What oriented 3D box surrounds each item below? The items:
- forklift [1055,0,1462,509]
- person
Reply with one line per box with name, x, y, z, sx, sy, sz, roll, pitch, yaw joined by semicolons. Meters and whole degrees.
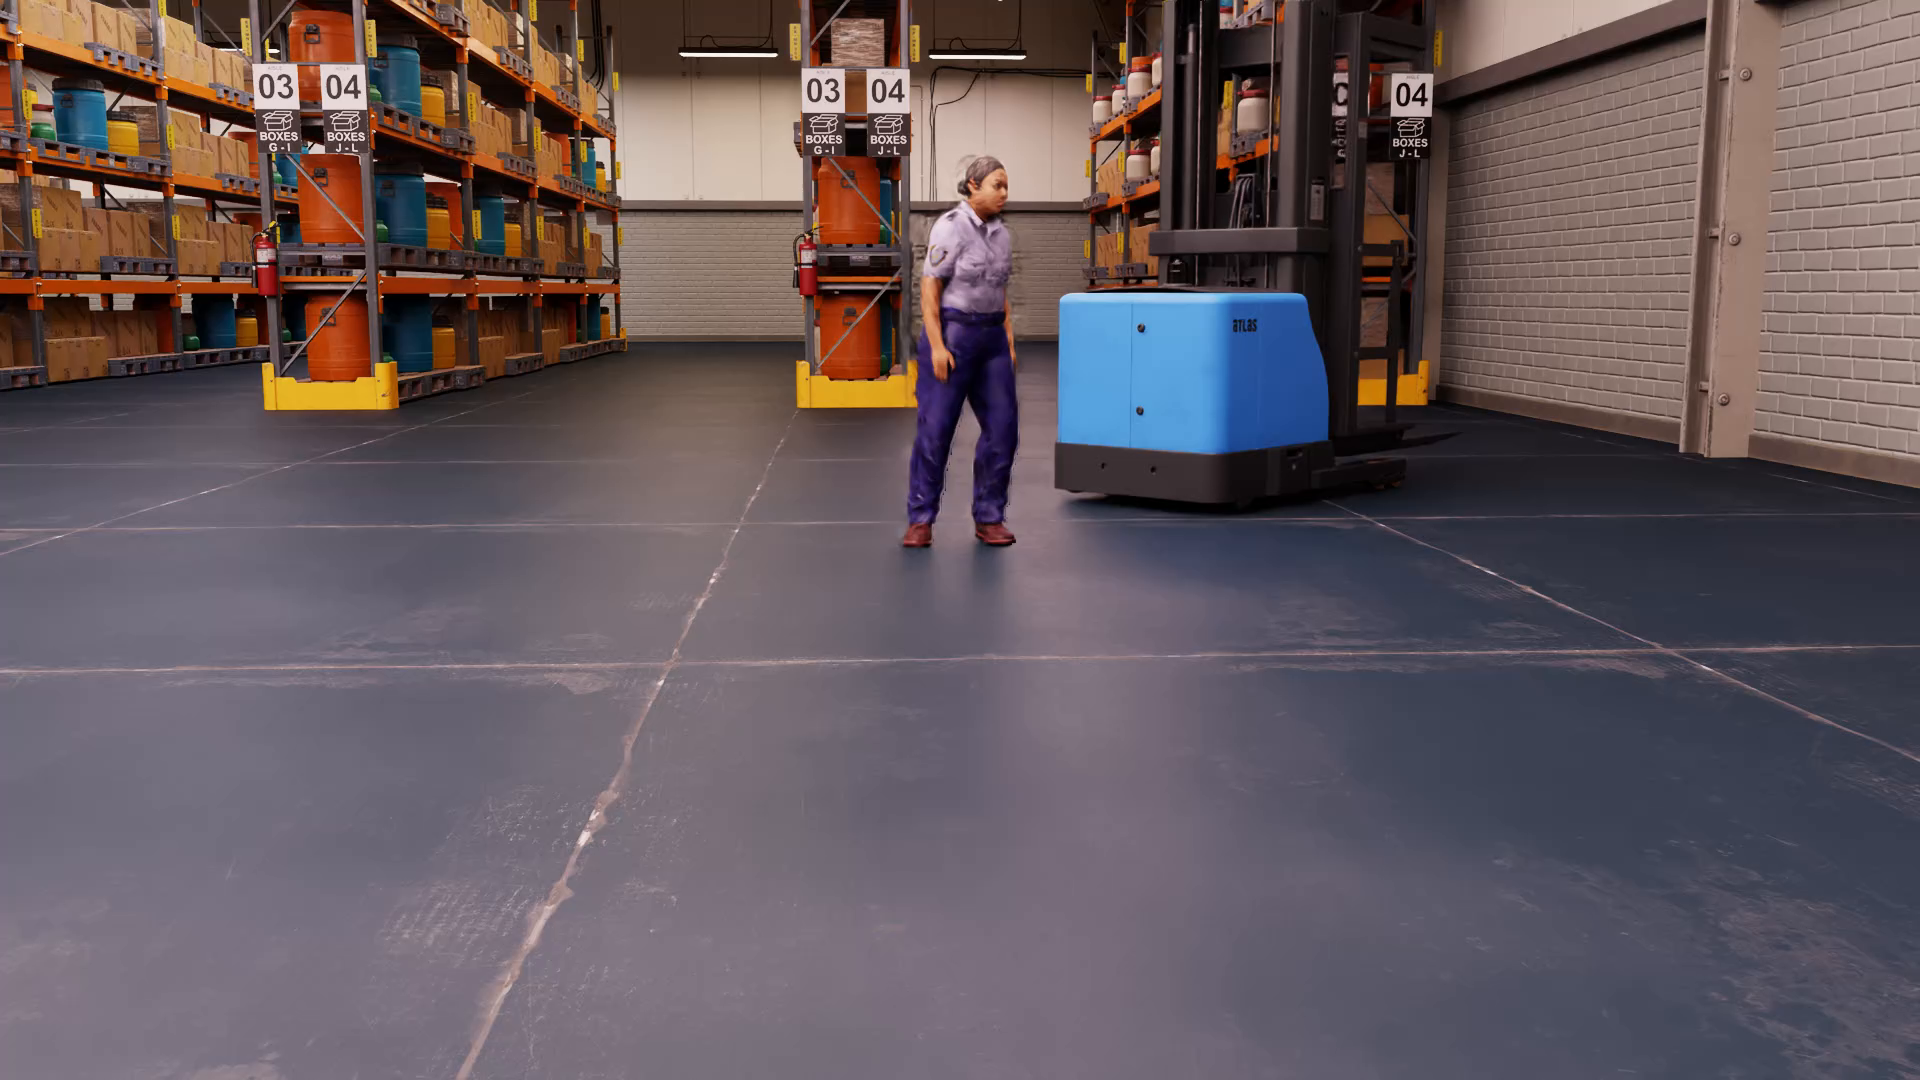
forklift;1.849;-1.764;9.212;1.130;2.935;3.031;7;11;41
person;0.027;-0.802;7.152;0.467;1.634;0.597;7;11;41
